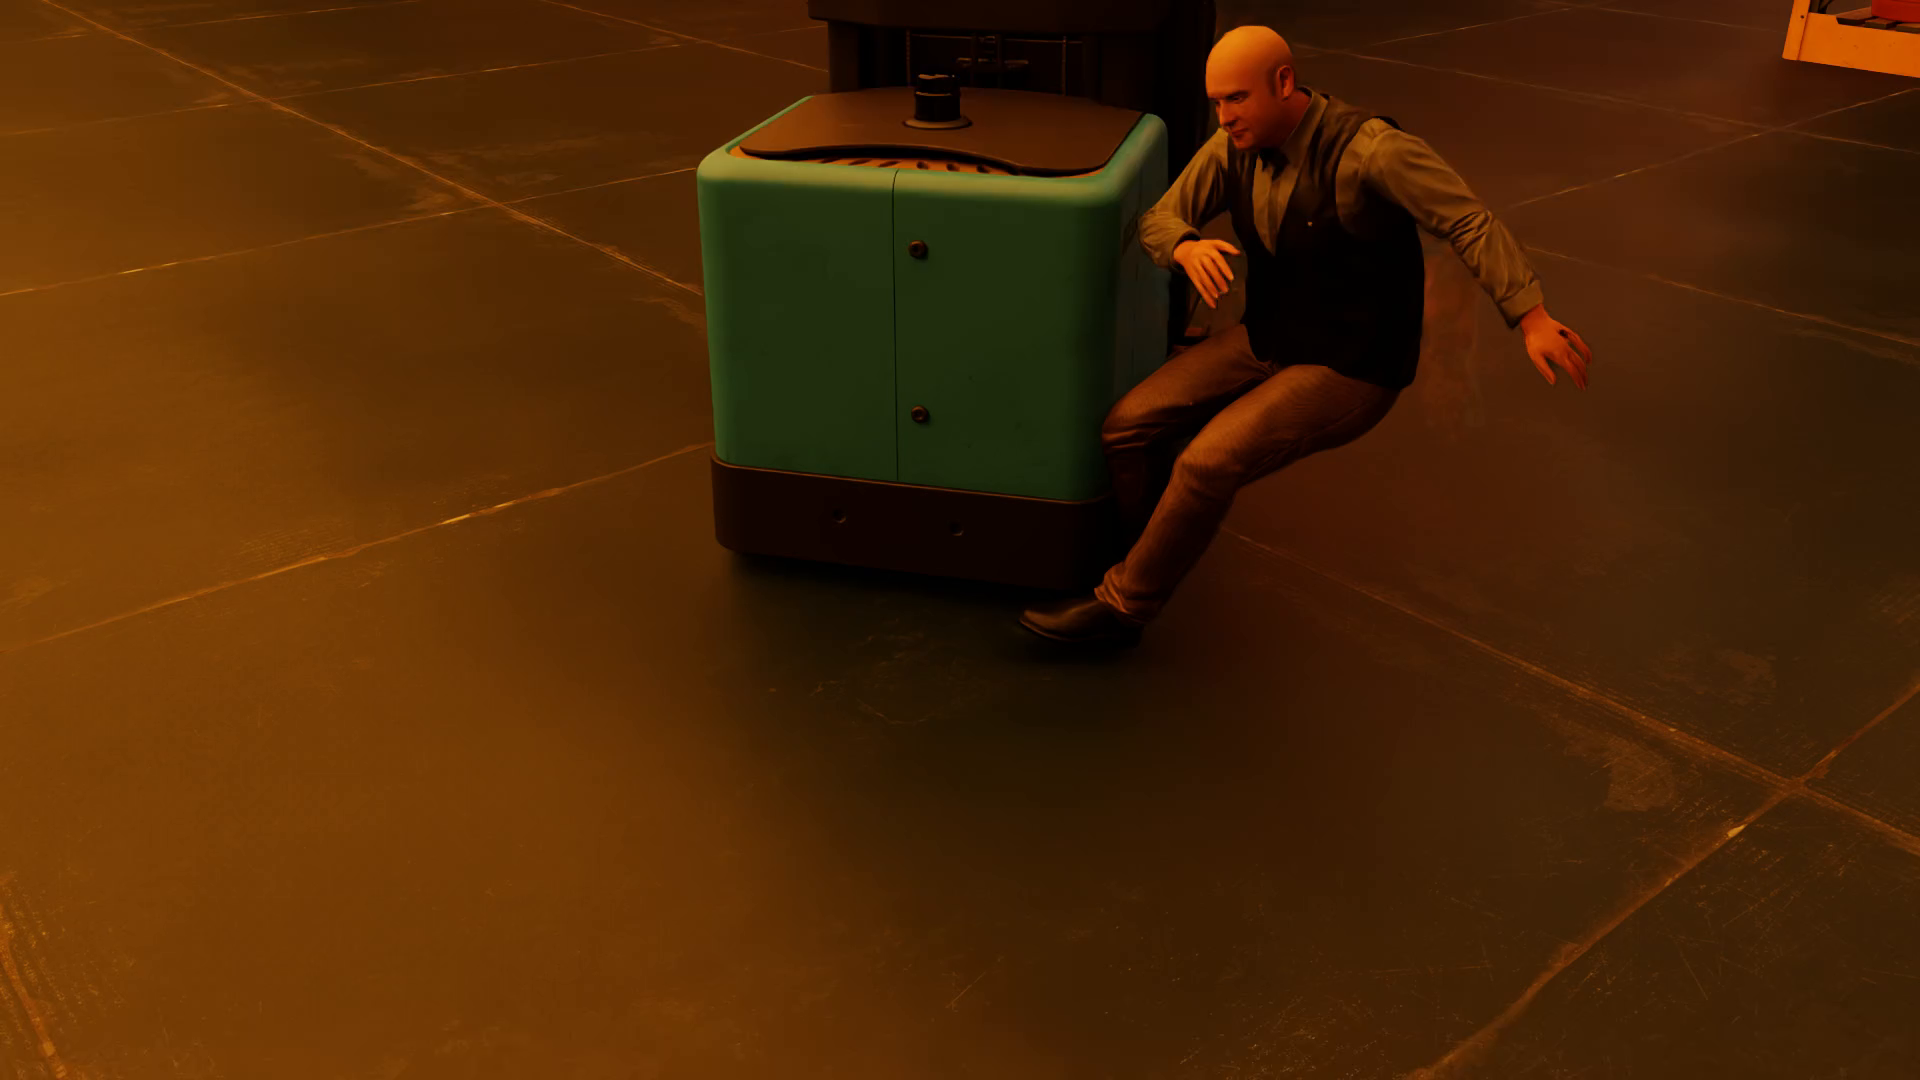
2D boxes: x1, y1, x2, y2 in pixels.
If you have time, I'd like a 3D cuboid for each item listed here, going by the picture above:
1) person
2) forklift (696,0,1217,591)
[{"bbox_3d":[0.667,-0.363,3.681,0.934,1.458,1.047,-17,31,-30],"label":"person"},{"bbox_3d":[0.224,-1.821,4.874,1.130,2.935,3.031,7,27,13],"label":"forklift"}]
